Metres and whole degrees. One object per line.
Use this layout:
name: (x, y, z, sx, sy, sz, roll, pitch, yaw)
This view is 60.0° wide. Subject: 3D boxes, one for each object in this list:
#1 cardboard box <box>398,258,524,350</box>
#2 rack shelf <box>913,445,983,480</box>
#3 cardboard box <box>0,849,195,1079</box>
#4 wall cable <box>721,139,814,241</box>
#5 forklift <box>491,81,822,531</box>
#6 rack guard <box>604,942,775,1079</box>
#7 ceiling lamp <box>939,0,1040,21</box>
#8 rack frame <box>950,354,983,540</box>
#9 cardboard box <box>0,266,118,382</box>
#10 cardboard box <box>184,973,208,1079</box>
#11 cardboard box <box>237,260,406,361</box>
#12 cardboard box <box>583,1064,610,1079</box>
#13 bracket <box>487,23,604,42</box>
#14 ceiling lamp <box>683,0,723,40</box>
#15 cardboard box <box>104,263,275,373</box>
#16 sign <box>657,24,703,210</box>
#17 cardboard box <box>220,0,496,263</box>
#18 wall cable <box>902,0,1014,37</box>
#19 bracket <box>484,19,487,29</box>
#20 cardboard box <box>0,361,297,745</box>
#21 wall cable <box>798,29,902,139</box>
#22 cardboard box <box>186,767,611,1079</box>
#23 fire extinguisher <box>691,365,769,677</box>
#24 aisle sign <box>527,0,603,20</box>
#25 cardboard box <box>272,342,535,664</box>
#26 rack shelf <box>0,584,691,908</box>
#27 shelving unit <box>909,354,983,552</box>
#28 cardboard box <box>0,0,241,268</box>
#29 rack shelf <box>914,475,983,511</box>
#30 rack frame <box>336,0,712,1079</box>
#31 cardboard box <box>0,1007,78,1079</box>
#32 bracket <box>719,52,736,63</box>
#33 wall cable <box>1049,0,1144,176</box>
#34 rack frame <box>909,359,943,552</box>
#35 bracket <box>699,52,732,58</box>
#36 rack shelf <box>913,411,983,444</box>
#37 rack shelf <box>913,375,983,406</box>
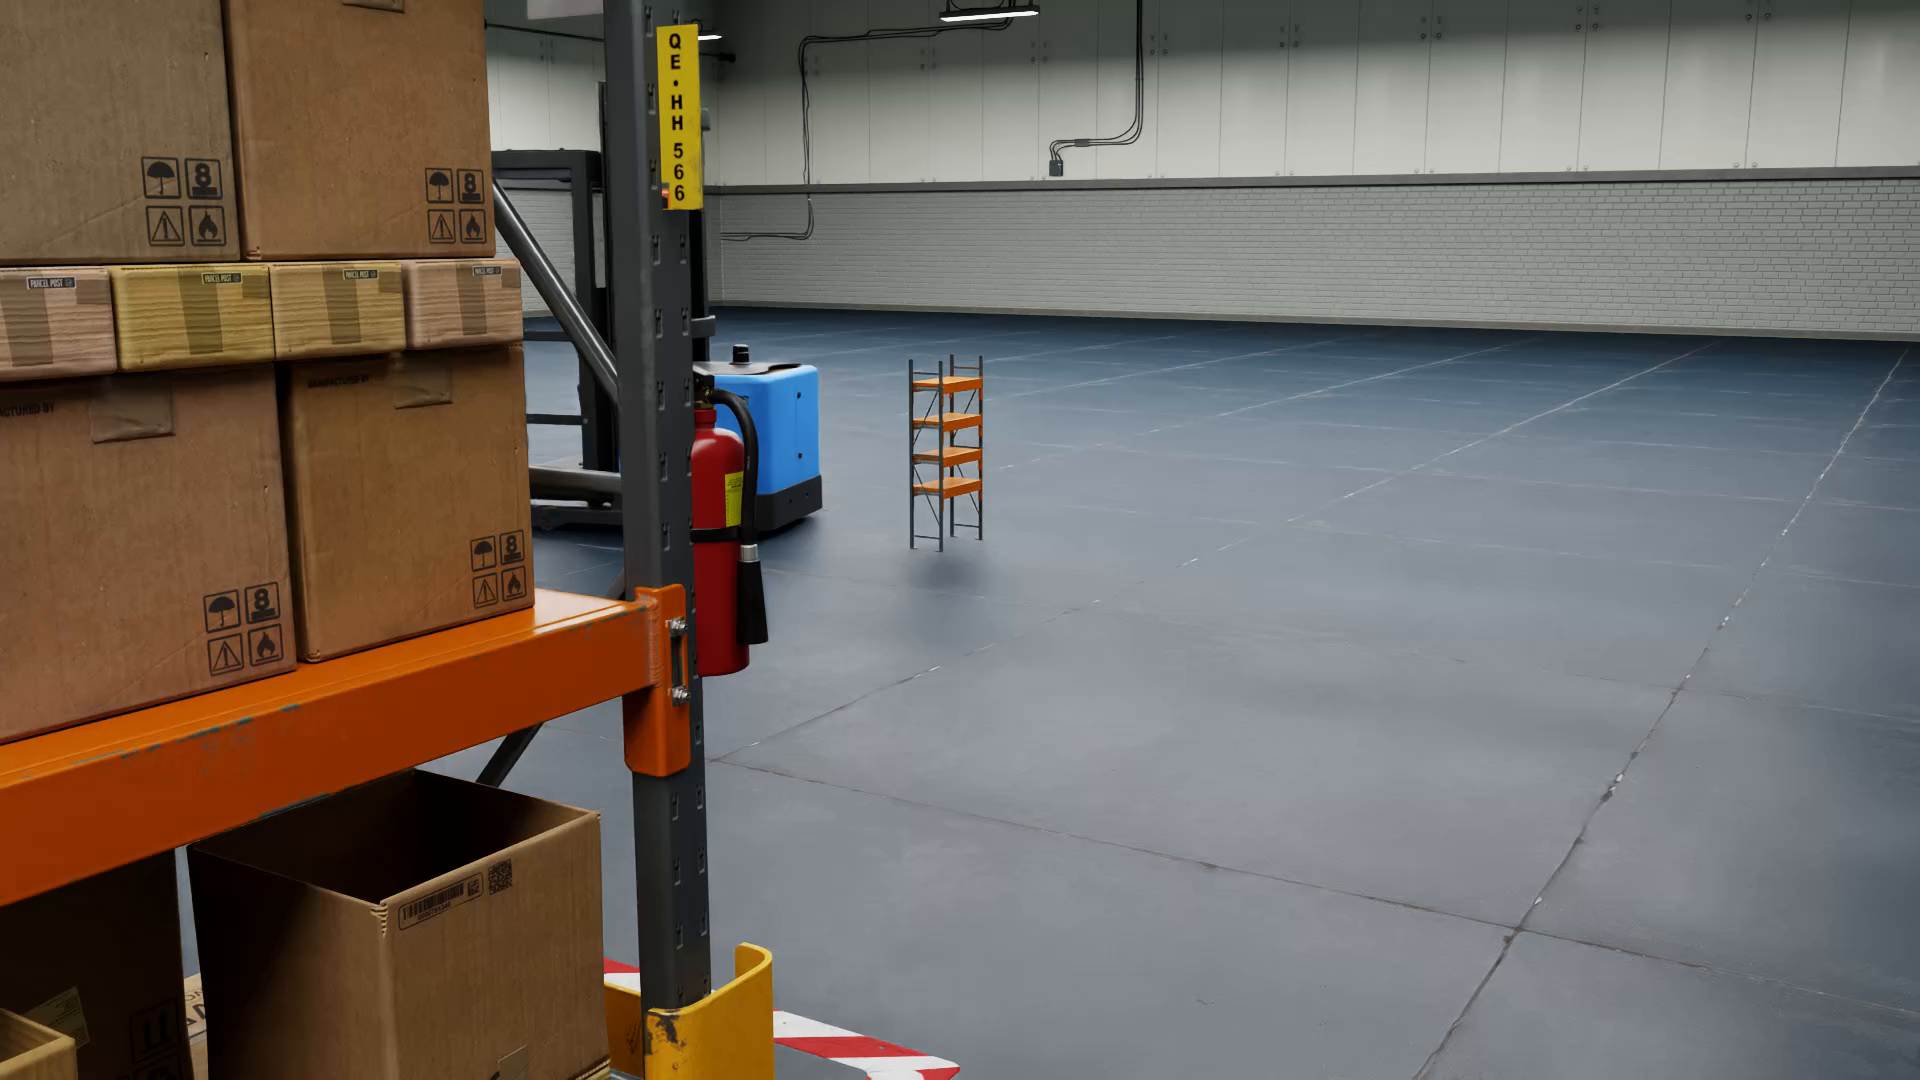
cardboard box: (-1.006, -0.427, 2.962, 0.380, 0.149, 0.250, 6, 12, 30)
rack shelf: (-0.086, -0.498, 10.632, 0.258, 0.148, 0.480, 6, 12, 31)
cardboard box: (-1.697, 0.781, 2.836, 0.500, 0.500, 0.500, 6, 12, 31)
wall cable: (-5.045, -8.959, 42.705, 3.097, 2.526, 0.112, 6, 12, 31)
forklift: (-2.543, -1.592, 11.405, 3.031, 2.935, 1.130, 3, 11, 16)
rack guard: (-0.958, 1.088, 3.699, 1.175, 0.500, 0.348, 6, 12, 31)
ceiling lamp: (0.664, -11.250, 30.642, 2.000, 3.185, 0.800, 6, 12, 31)
rack frame: (0.041, -0.602, 10.824, 0.240, 1.200, 0.015, 6, 12, 31)
cardboard box: (-1.405, -0.306, 2.316, 0.380, 0.149, 0.250, 7, 12, 31)
cardboard box: (-1.439, 1.071, 3.326, 0.500, 0.250, 0.500, 6, 12, 31)
cardboard box: (-1.140, -0.385, 2.741, 0.380, 0.149, 0.250, 7, 13, 32)
cardboard box: (-0.996, 1.121, 3.062, 0.500, 0.250, 0.500, 6, 12, 31)
bracket: (-8.955, -11.413, 37.594, 0.076, 0.066, 4.783, 6, 12, 31)
ceiling lamp: (-5.652, -11.956, 34.413, 2.000, 3.185, 0.800, 6, 12, 31)
cardboard box: (-1.273, -0.345, 2.526, 0.380, 0.149, 0.250, 6, 12, 30)
sign: (-0.514, -0.769, 3.032, 0.100, 0.325, 0.005, 6, 12, 31)
cardboard box: (-1.251, -0.743, 2.890, 0.700, 0.500, 0.500, 6, 12, 31)
wall cable: (-0.088, -13.123, 38.862, 3.097, 2.526, 0.112, 6, 12, 31)
bracket: (-10.301, -11.005, 35.416, 0.235, 0.232, 0.430, 6, 12, 31)
cardboard box: (-1.492, -0.031, 2.611, 0.700, 0.500, 0.500, 7, 13, 32)
wall cable: (-2.733, -11.183, 40.860, 3.097, 2.526, 0.112, 6, 12, 31)
cardboard box: (-0.994, 0.752, 2.992, 0.500, 0.500, 0.500, 6, 12, 31)
fire extinguisher: (-0.512, -0.073, 3.318, 0.296, 0.674, 0.183, 6, 12, 31)
aisle sign: (-0.685, -1.397, 3.115, 0.394, 0.787, 0.004, 6, 12, 31)
cardboard box: (-1.223, -0.114, 3.054, 0.700, 0.500, 0.500, 6, 12, 31)
rack shelf: (-2.008, 0.531, 1.835, 1.077, 0.370, 4.000, 6, 12, 31)
shelving unit: (-0.086, -0.564, 10.619, 0.258, 1.200, 0.503, 6, 12, 31)
cardboard box: (-1.519, -0.660, 2.446, 0.700, 0.500, 0.500, 6, 12, 29)
rack shelf: (-0.086, -0.302, 10.668, 0.258, 0.148, 0.480, 6, 12, 31)
rack frame: (-0.970, -0.137, 3.449, 1.000, 3.000, 0.127, 6, 12, 31)
cardboard box: (-1.501, 0.911, 2.144, 0.500, 0.500, 0.500, 6, 12, 31)
bracket: (-5.956, -12.321, 42.447, 0.235, 0.232, 0.430, 6, 12, 31)
wall cable: (3.060, -11.247, 37.249, 2.305, 6.003, 0.169, 6, 12, 31)
rack frame: (-0.213, -0.525, 10.414, 0.240, 1.200, 0.015, 6, 12, 31)
bracket: (-6.262, -12.228, 41.951, 0.076, 0.066, 3.189, 6, 12, 31)
rack shelf: (-0.086, -0.717, 10.590, 0.258, 0.148, 0.480, 6, 12, 31)
rack shelf: (-0.086, -0.950, 10.547, 0.258, 0.148, 0.480, 6, 12, 31)
